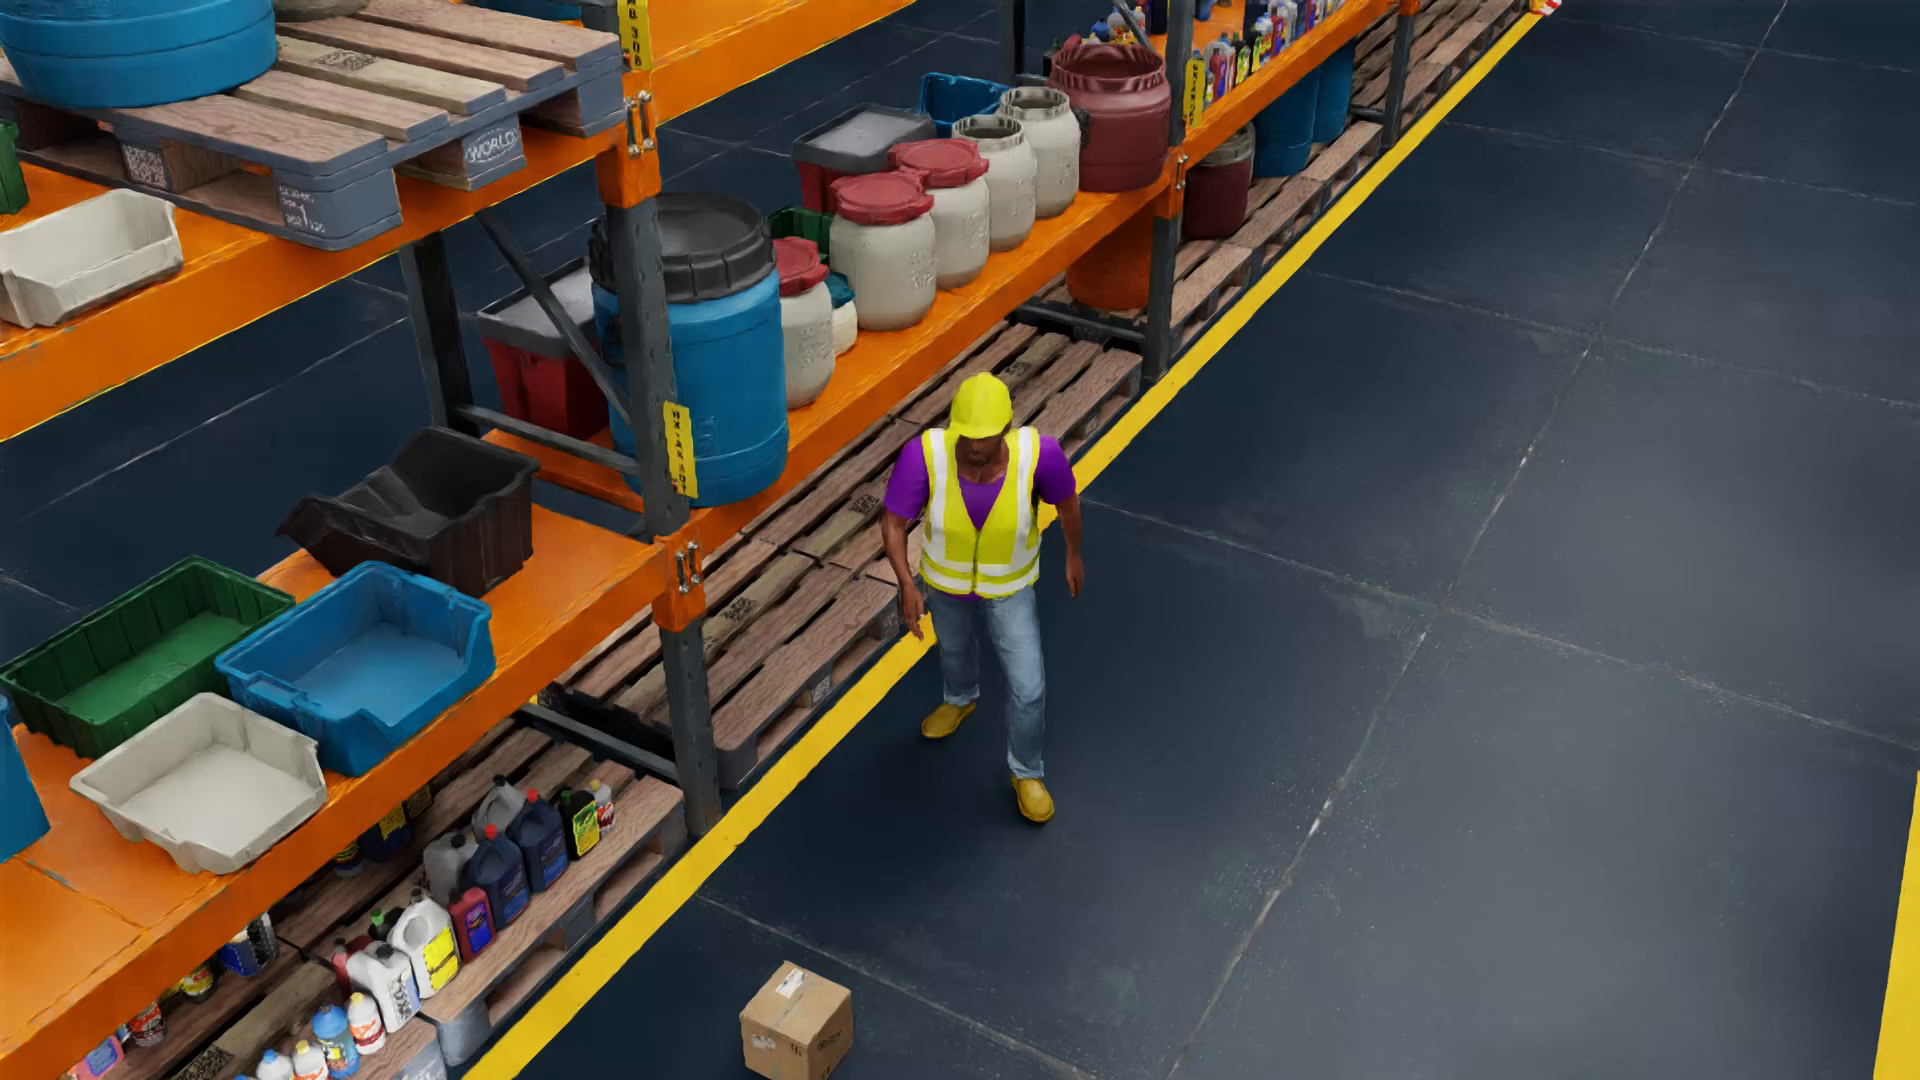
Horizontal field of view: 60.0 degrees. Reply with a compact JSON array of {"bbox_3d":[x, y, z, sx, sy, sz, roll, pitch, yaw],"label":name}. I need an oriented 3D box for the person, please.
[{"bbox_3d":[0.083,0.138,5.939,0.705,1.716,0.736,4,34,7],"label":"person"}]
